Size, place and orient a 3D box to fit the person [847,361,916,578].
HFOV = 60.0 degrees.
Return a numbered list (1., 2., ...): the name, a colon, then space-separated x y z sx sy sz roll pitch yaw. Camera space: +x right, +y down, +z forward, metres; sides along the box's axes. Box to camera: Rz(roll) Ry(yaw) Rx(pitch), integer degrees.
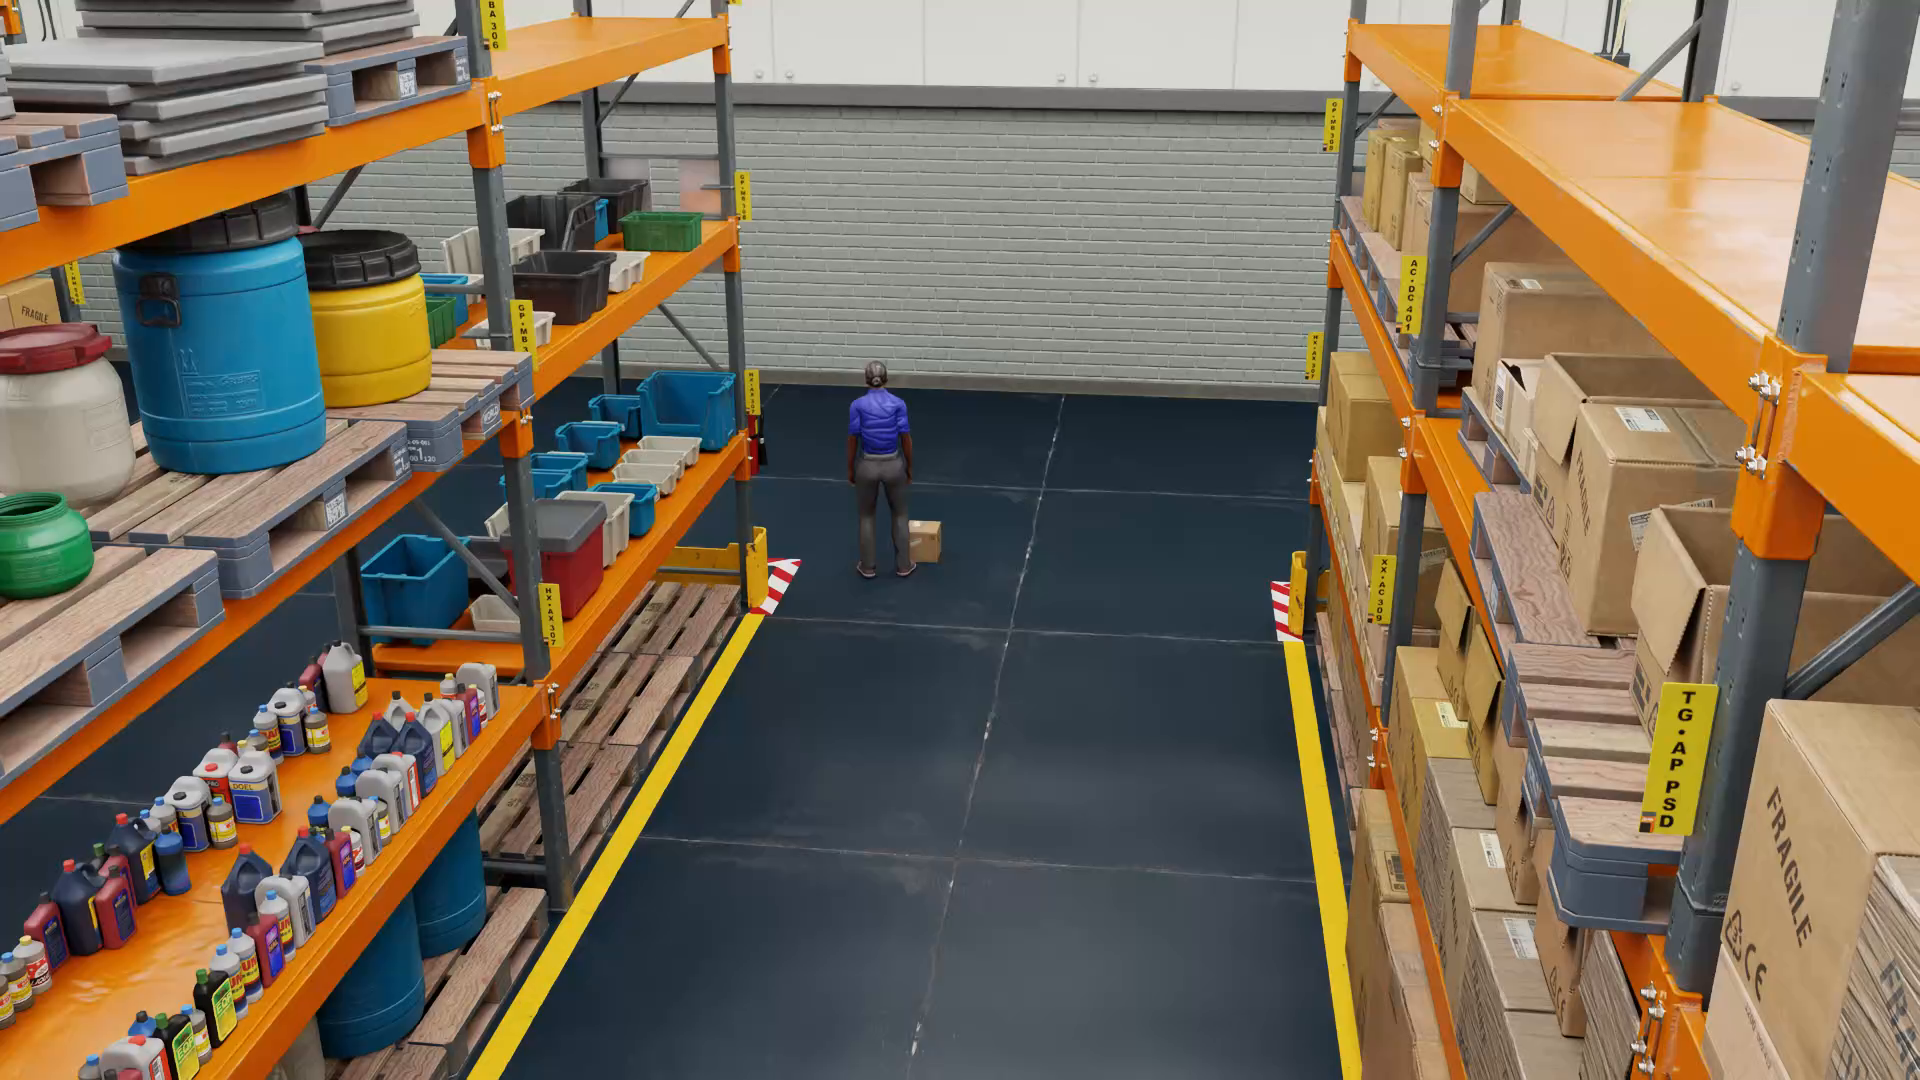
1. person: -0.588 -0.521 12.426 0.509 1.655 0.348 -1 21 -3
